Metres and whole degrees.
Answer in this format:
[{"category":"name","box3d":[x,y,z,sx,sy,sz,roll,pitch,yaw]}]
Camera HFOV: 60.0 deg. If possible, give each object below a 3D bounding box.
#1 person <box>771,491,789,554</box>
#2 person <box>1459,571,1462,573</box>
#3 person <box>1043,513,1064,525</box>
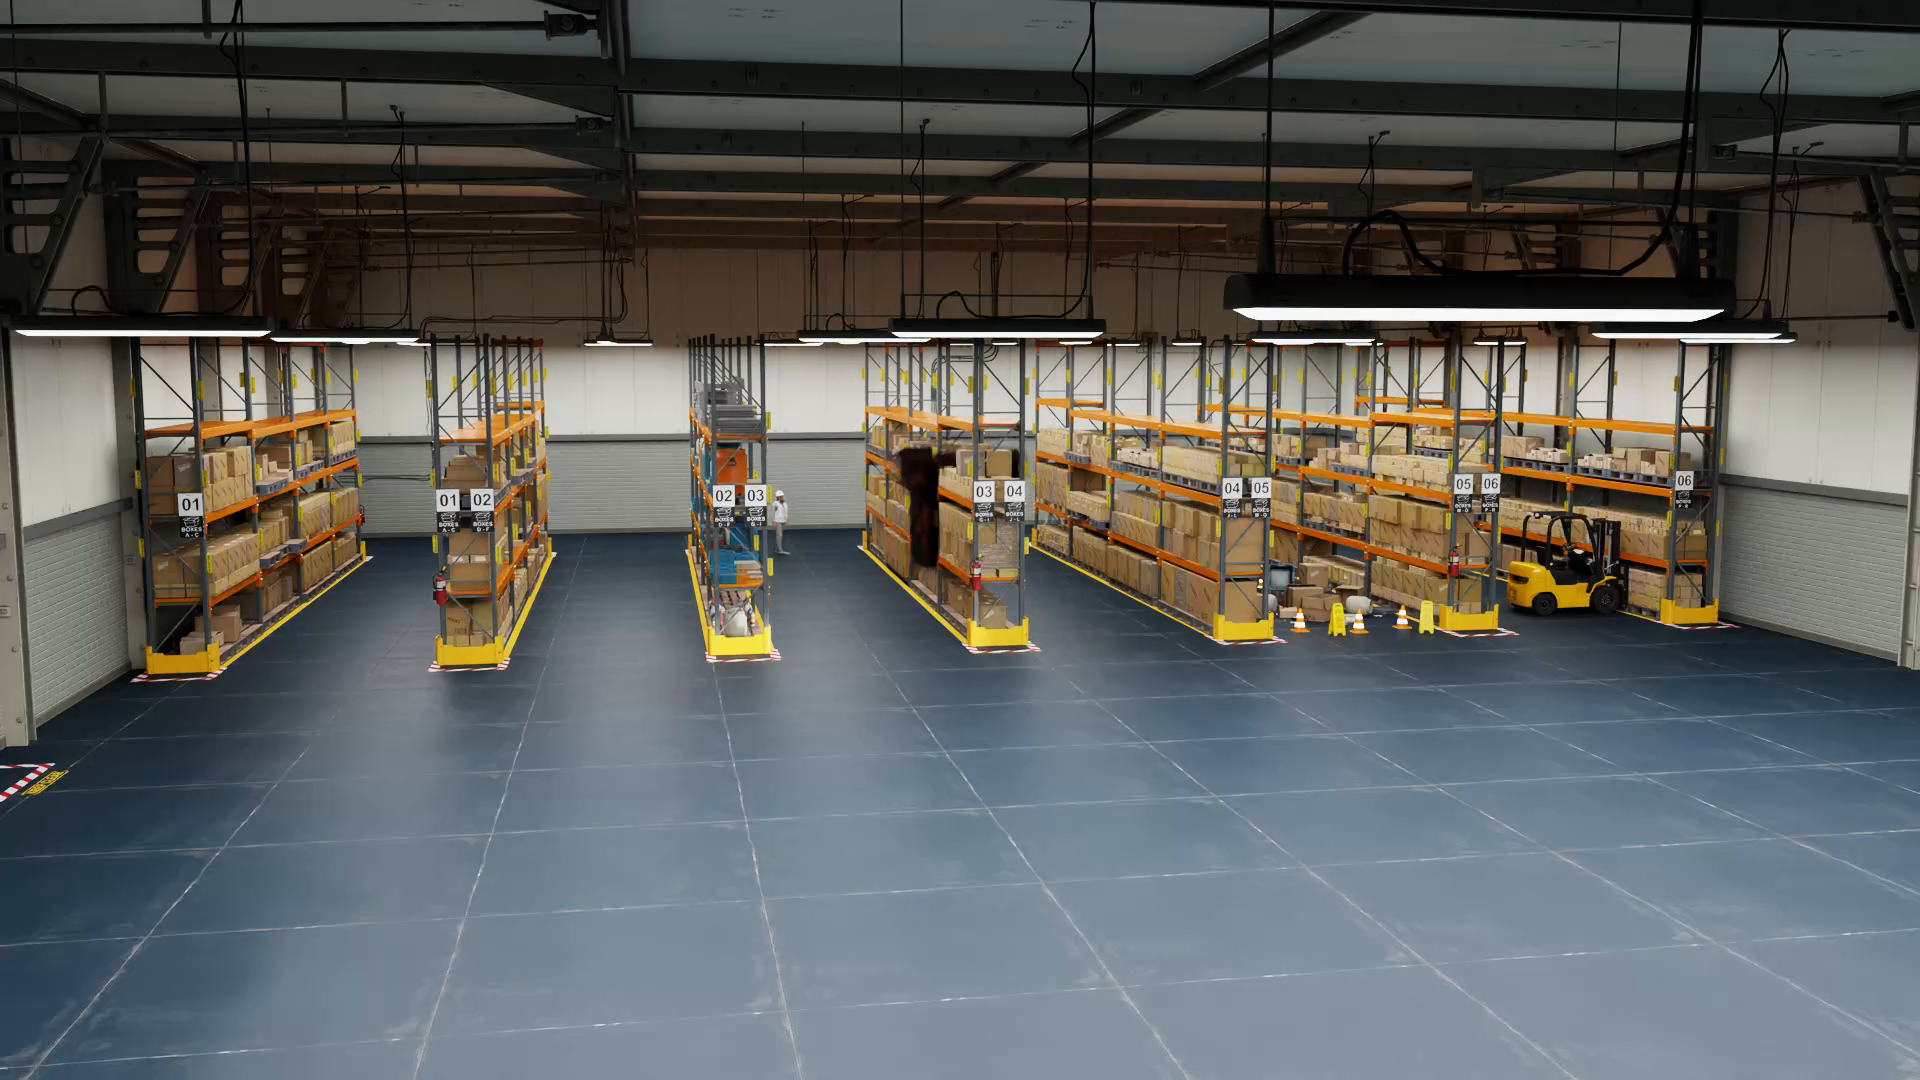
[{"category":"person","box3d":[-5.005,-0.502,46.718,0.561,1.777,0.549,3,7,27]},{"category":"person","box3d":[11.406,0.443,38.471,0.686,1.761,0.541,5,8,36]},{"category":"person","box3d":[2.992,-0.982,51.737,0.496,1.541,0.915,-6,9,-41]}]
